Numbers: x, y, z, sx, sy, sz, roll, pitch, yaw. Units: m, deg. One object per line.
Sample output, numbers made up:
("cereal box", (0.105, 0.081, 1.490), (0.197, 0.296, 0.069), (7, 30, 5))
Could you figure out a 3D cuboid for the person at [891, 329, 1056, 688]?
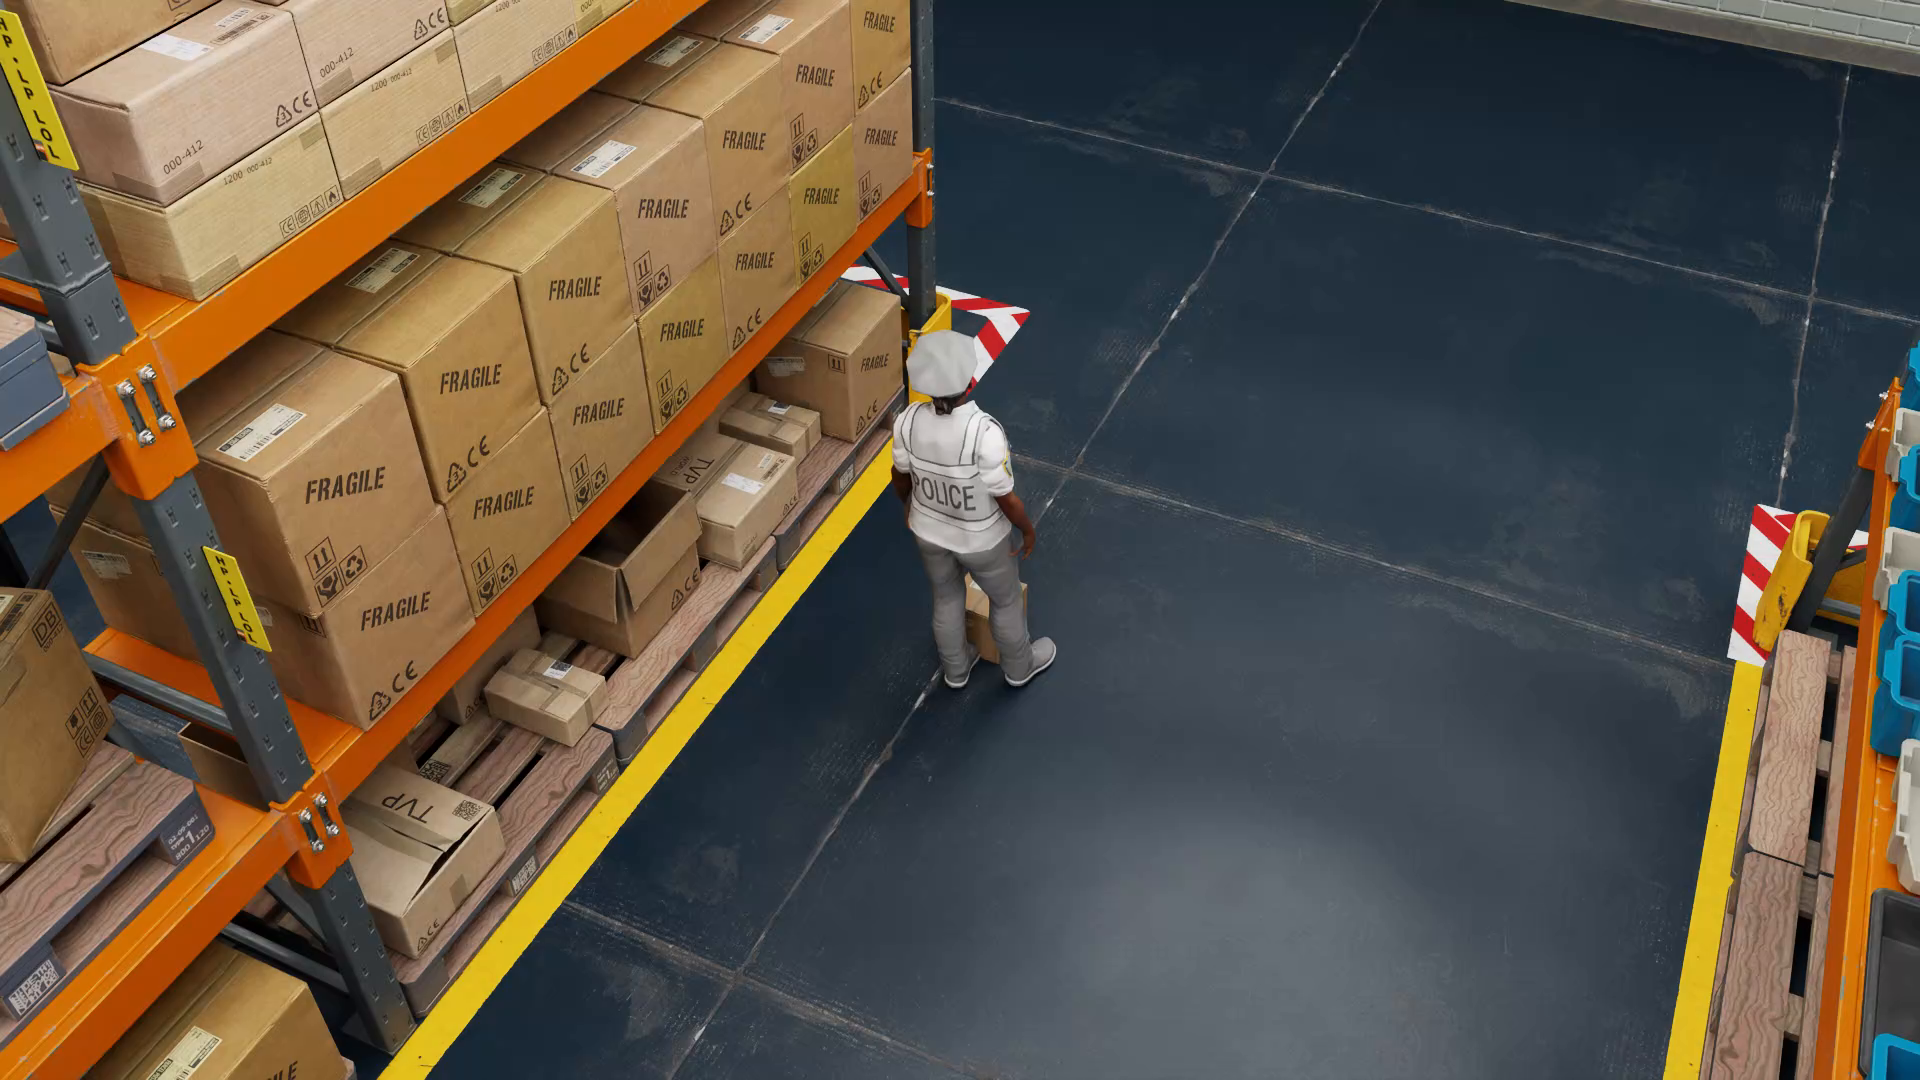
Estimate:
("person", (0.050, -0.099, 6.230), (0.570, 1.695, 0.529), (17, 45, 18))
